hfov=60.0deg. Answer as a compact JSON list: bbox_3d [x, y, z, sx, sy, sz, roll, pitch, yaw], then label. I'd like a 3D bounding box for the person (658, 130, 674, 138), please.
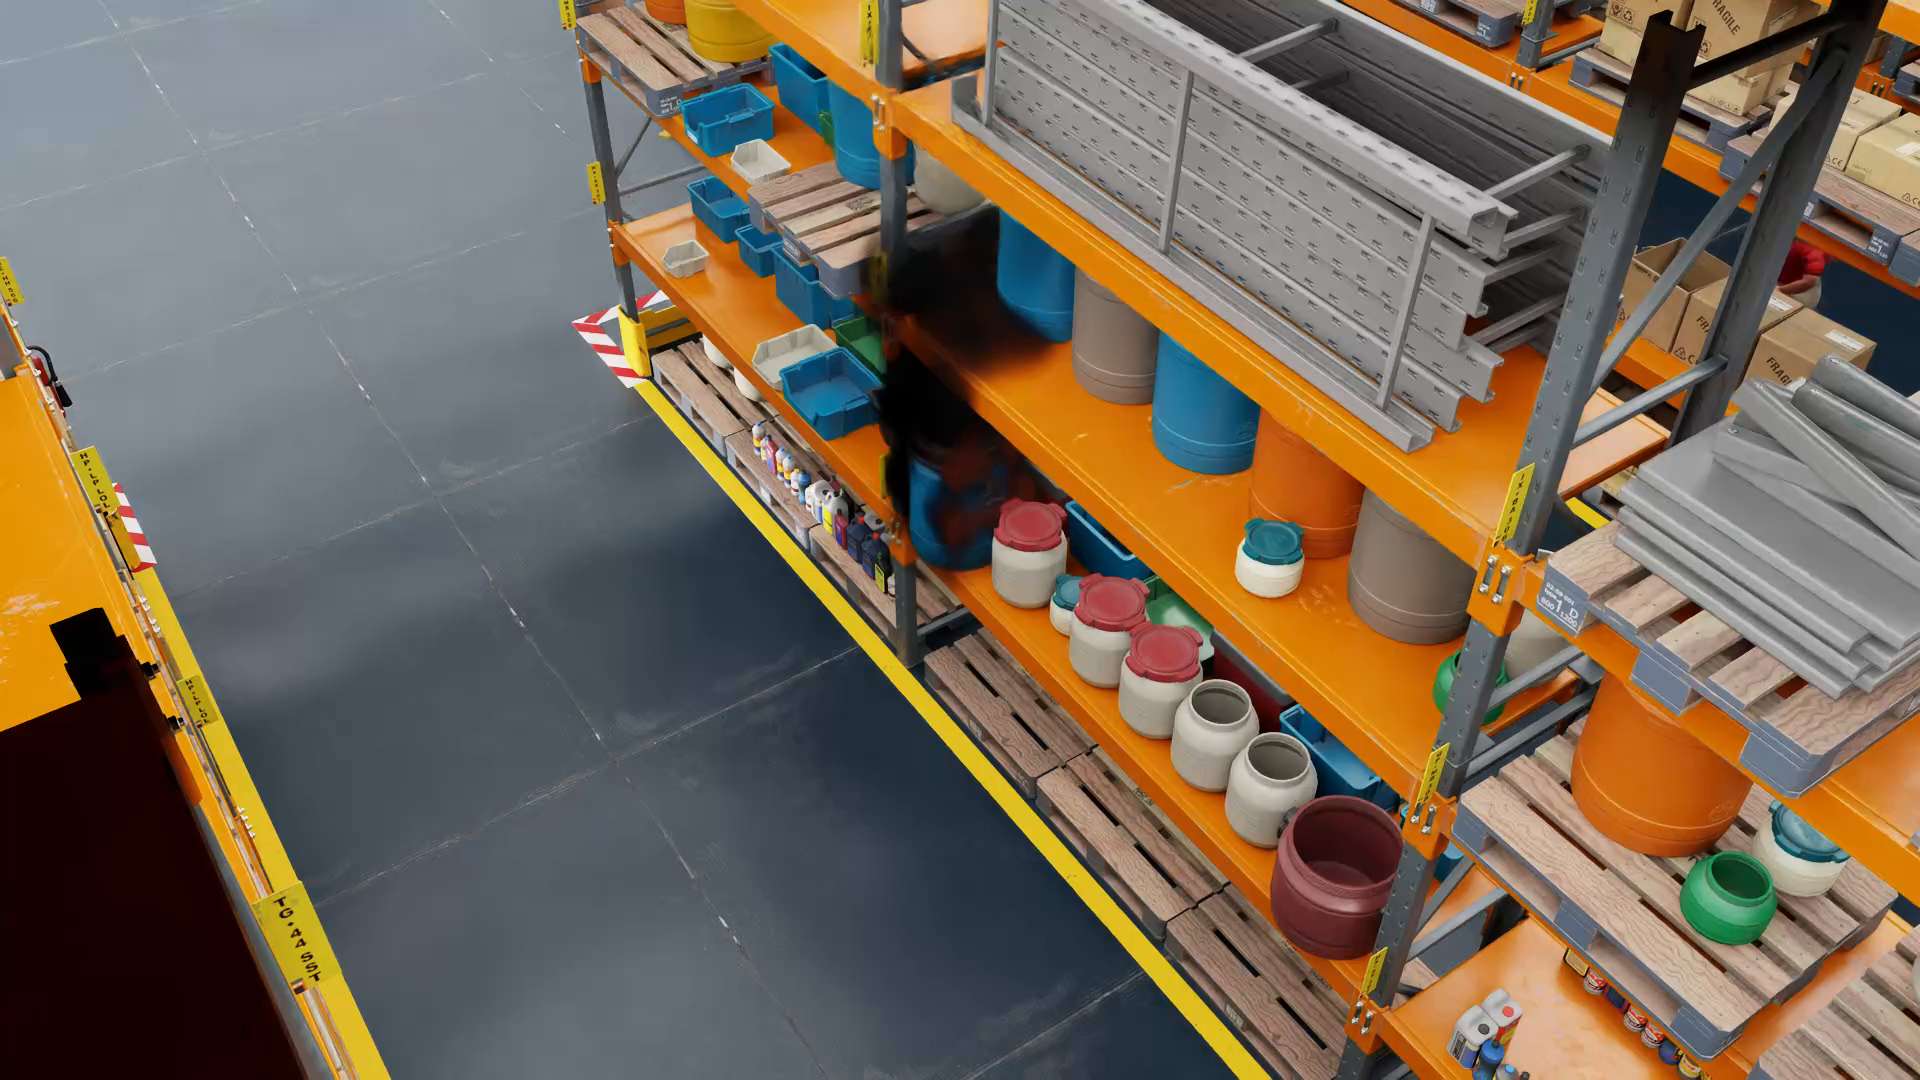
[{"bbox_3d":[-2.379,-4.581,15.487,1.056,1.753,0.676,-2,43,-2],"label":"person"}]

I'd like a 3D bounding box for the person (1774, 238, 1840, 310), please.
[{"bbox_3d":[6.266,-1.822,12.504,0.677,1.699,0.895,-27,49,-26],"label":"person"}]
